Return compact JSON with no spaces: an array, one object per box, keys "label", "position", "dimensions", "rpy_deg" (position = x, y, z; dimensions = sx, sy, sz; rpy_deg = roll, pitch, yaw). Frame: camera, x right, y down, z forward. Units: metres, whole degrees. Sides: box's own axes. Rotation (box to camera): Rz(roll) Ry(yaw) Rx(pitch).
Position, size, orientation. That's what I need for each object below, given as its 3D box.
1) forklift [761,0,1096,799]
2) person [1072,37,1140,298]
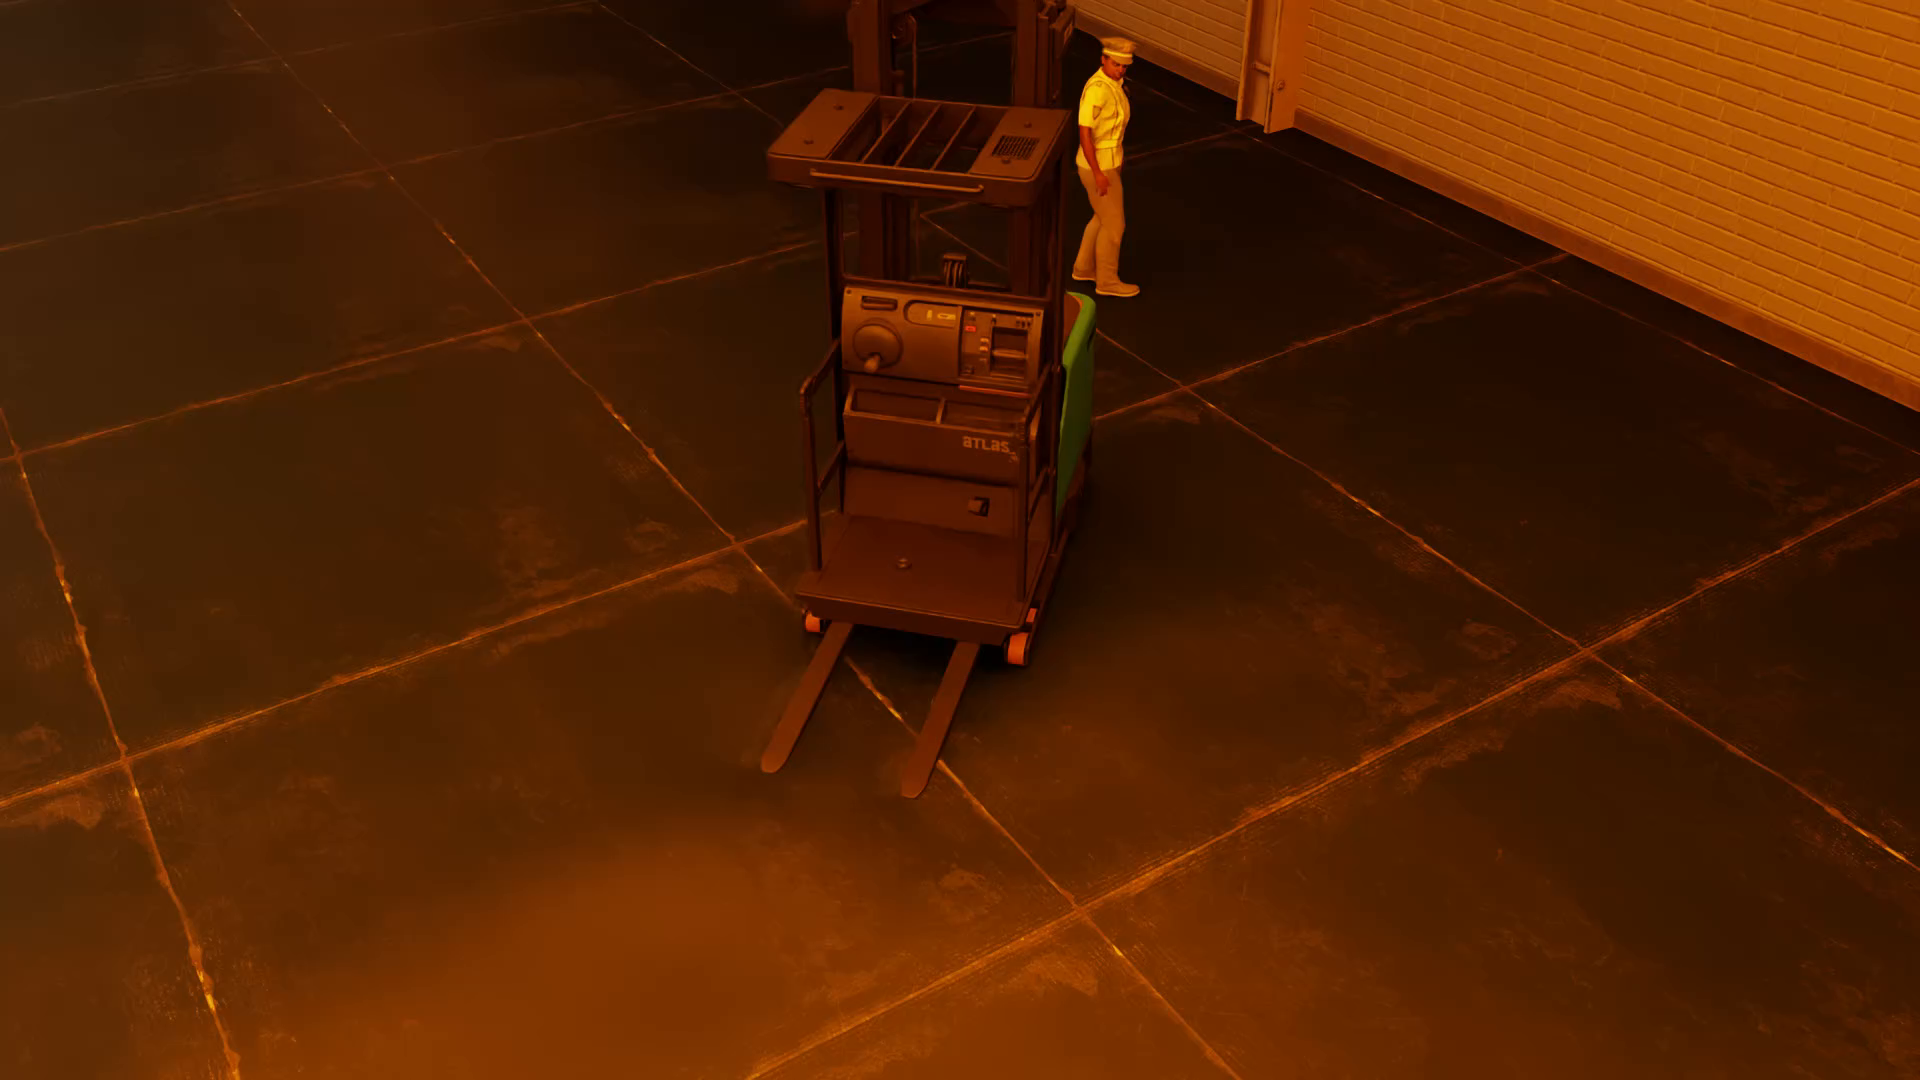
[{"label":"forklift","position":[-0.135,-0.850,7.357],"dimensions":[1.130,2.935,3.031],"rpy_deg":[8,36,12]},{"label":"person","position":[0.975,-2.393,10.667],"dimensions":[0.470,1.656,0.657],"rpy_deg":[4,35,6]}]
